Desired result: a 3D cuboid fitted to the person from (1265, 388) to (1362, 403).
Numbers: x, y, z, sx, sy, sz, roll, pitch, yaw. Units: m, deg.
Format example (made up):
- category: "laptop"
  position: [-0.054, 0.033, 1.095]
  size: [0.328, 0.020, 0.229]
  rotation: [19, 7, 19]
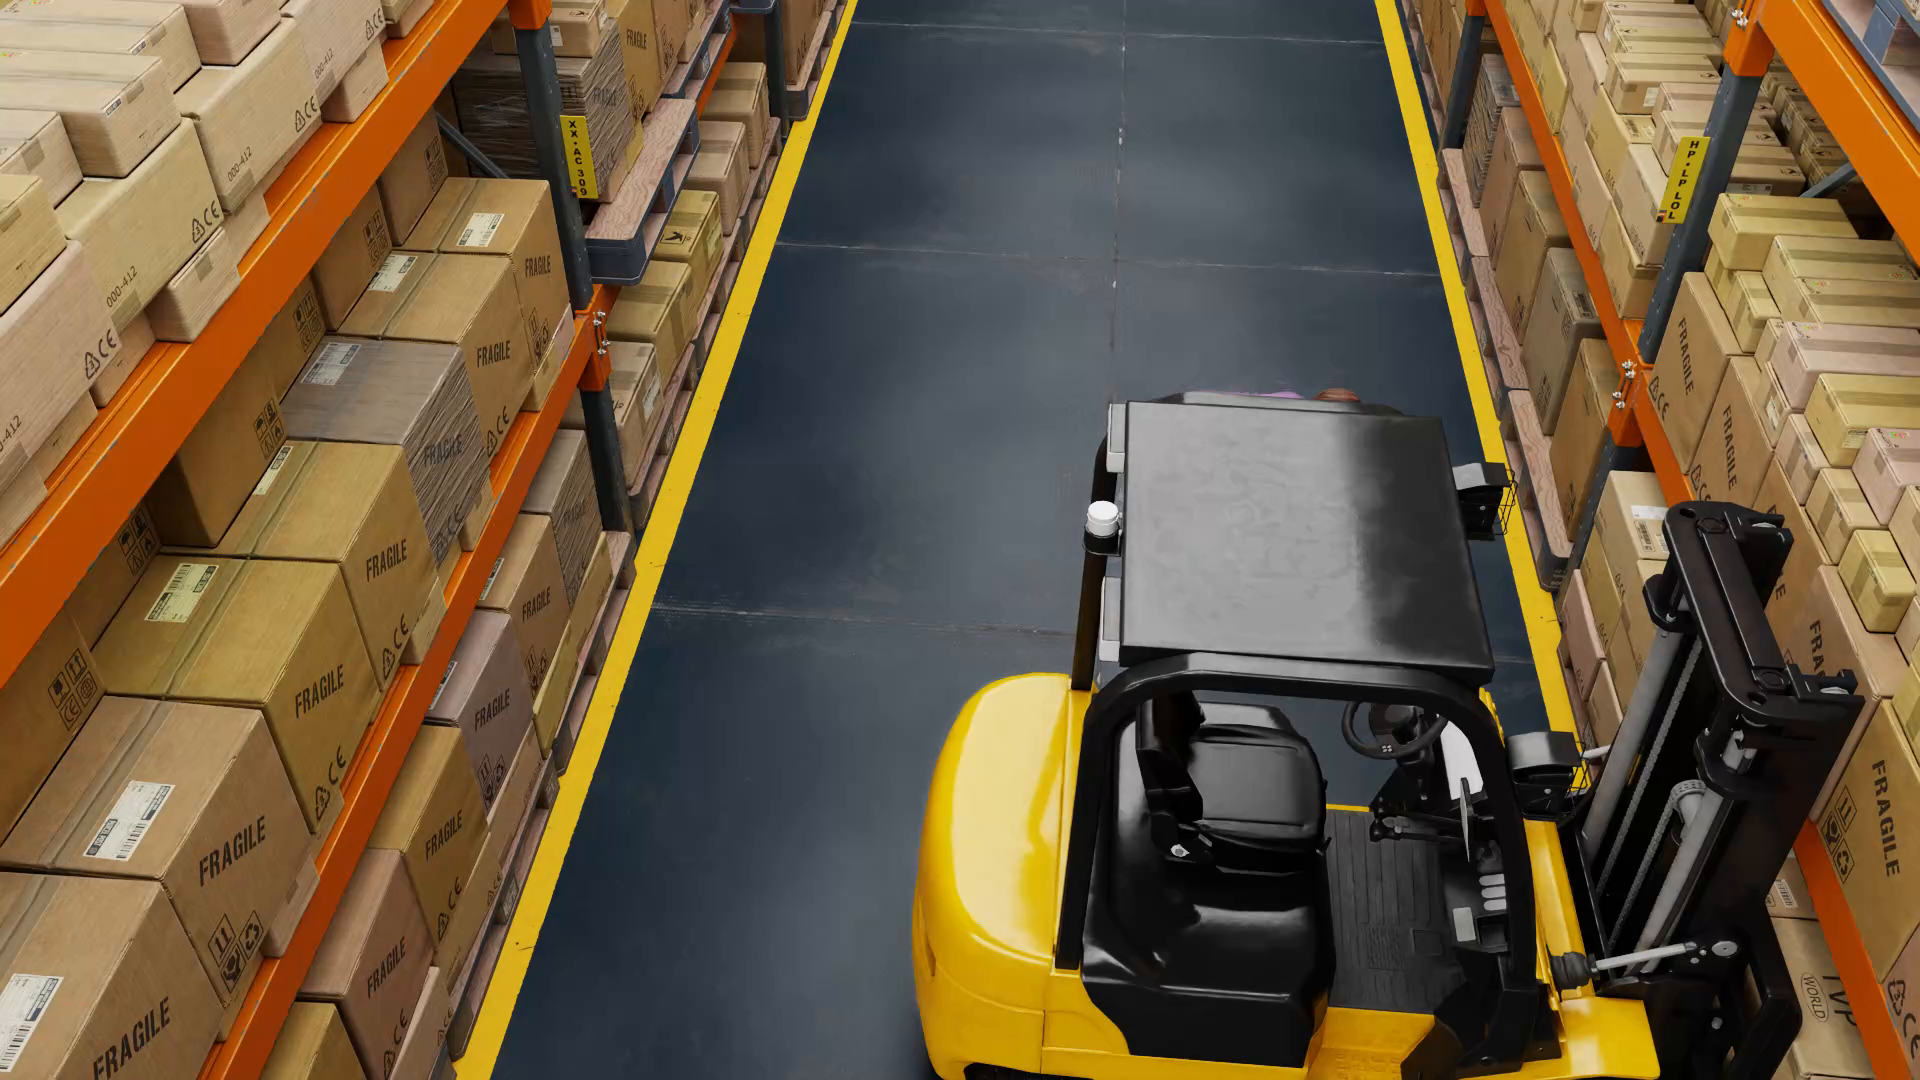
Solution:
- category: "person"
  position: [1.299, -0.314, 7.196]
  size: [0.806, 0.770, 0.433]
  rotation: [3, 41, 4]
